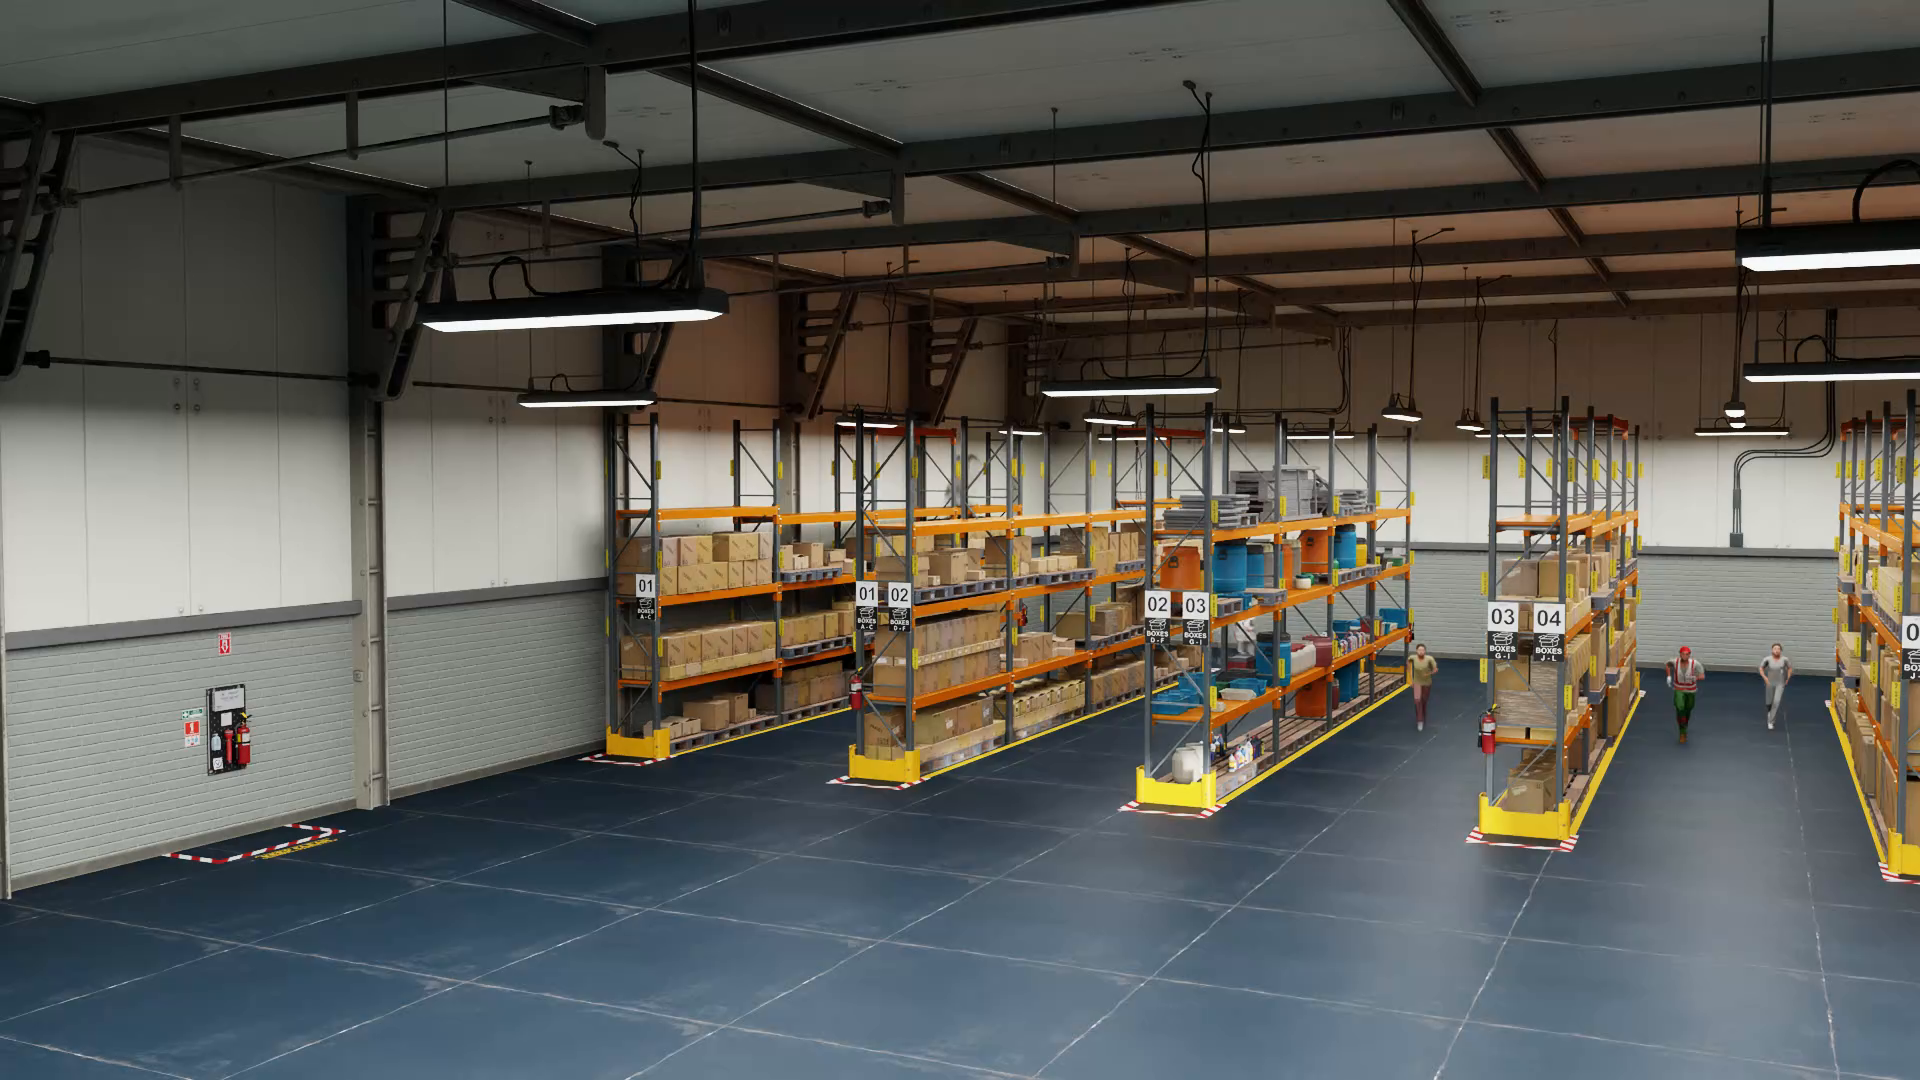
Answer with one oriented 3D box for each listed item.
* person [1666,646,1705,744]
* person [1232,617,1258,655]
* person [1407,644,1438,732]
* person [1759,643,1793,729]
[{"bbox_3d":[13.432,2.834,30.819,0.654,1.794,1.006,1,3,19],"label":"person"},{"bbox_3d":[6.893,2.443,40.282,0.645,1.810,0.776,1,2,13],"label":"person"},{"bbox_3d":[8.976,2.826,32.296,0.581,1.663,1.070,1,2,14],"label":"person"},{"bbox_3d":[15.914,2.828,32.448,0.589,1.651,0.792,1,3,23],"label":"person"}]
